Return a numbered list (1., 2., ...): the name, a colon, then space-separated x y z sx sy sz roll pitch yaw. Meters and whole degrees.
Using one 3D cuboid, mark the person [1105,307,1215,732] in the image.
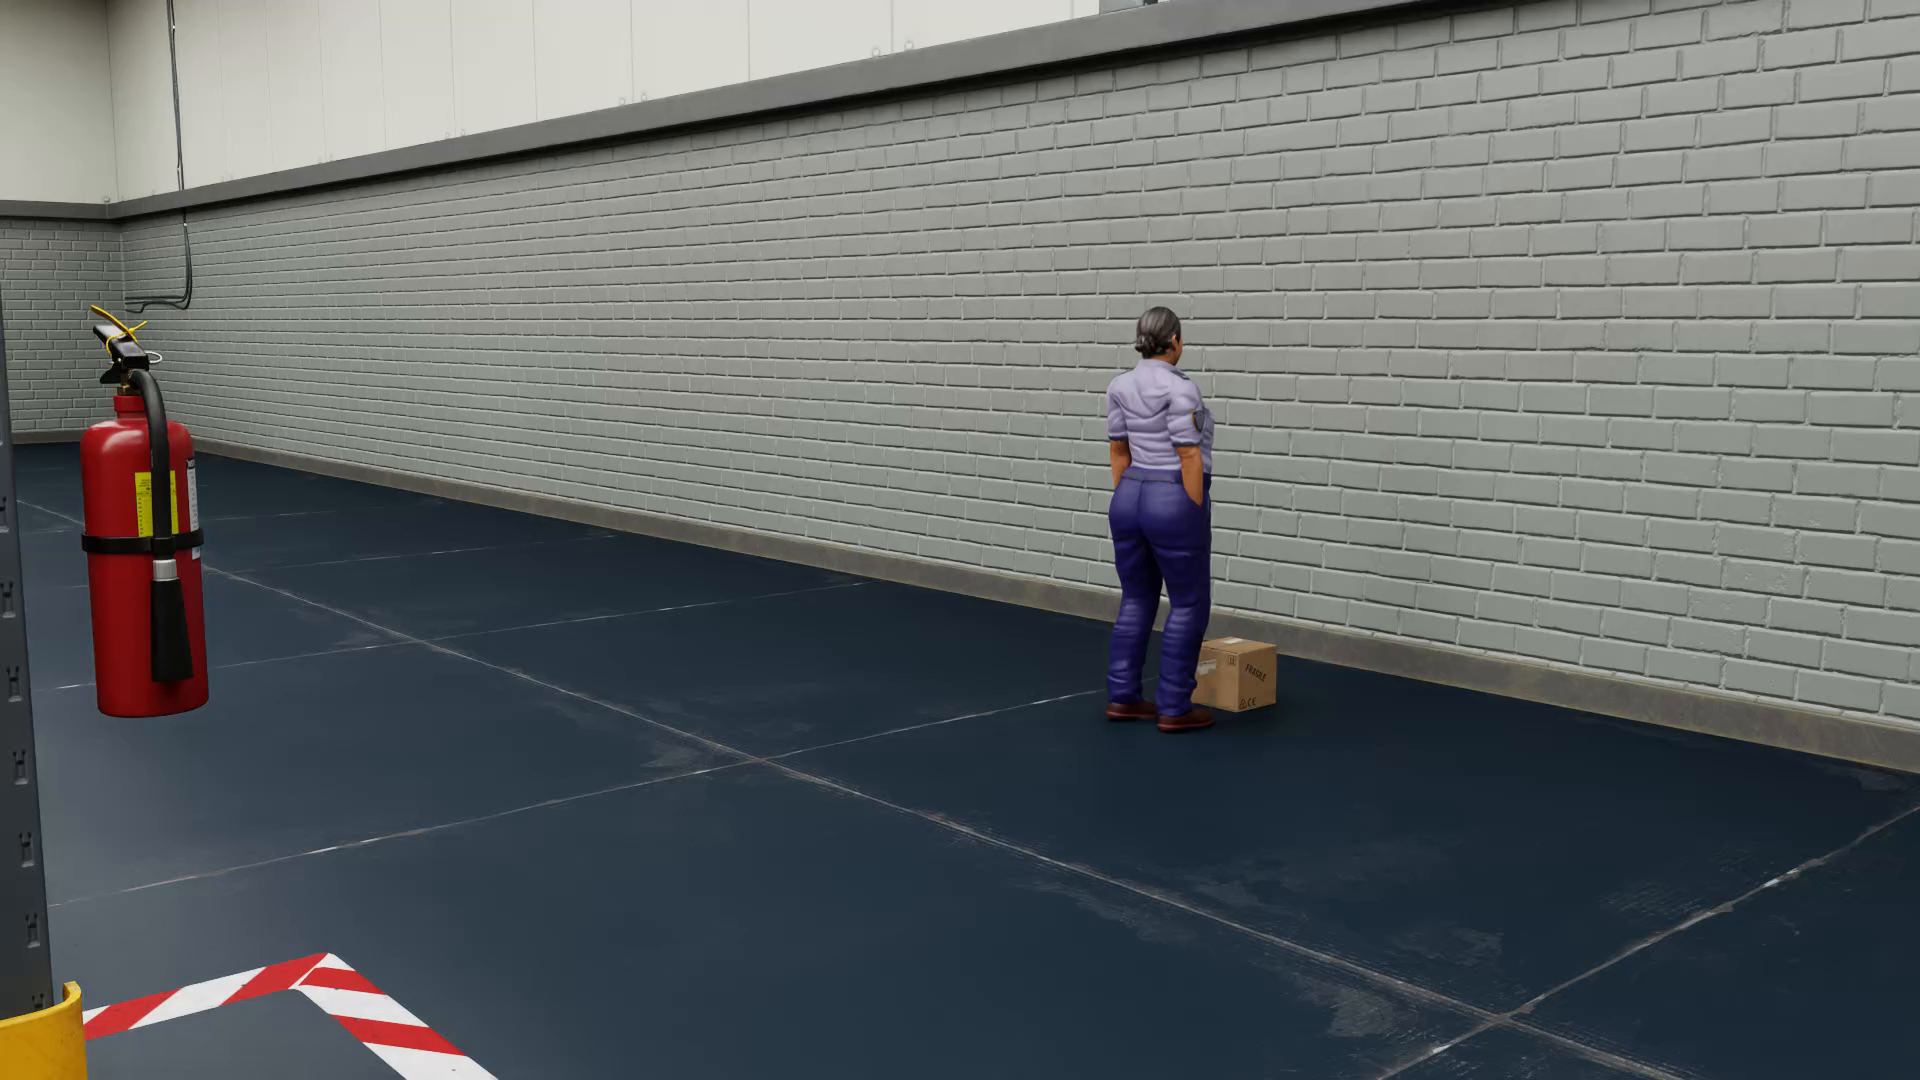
1. person: 0.788 -0.087 6.542 0.343 1.648 0.462 -6 10 -40
